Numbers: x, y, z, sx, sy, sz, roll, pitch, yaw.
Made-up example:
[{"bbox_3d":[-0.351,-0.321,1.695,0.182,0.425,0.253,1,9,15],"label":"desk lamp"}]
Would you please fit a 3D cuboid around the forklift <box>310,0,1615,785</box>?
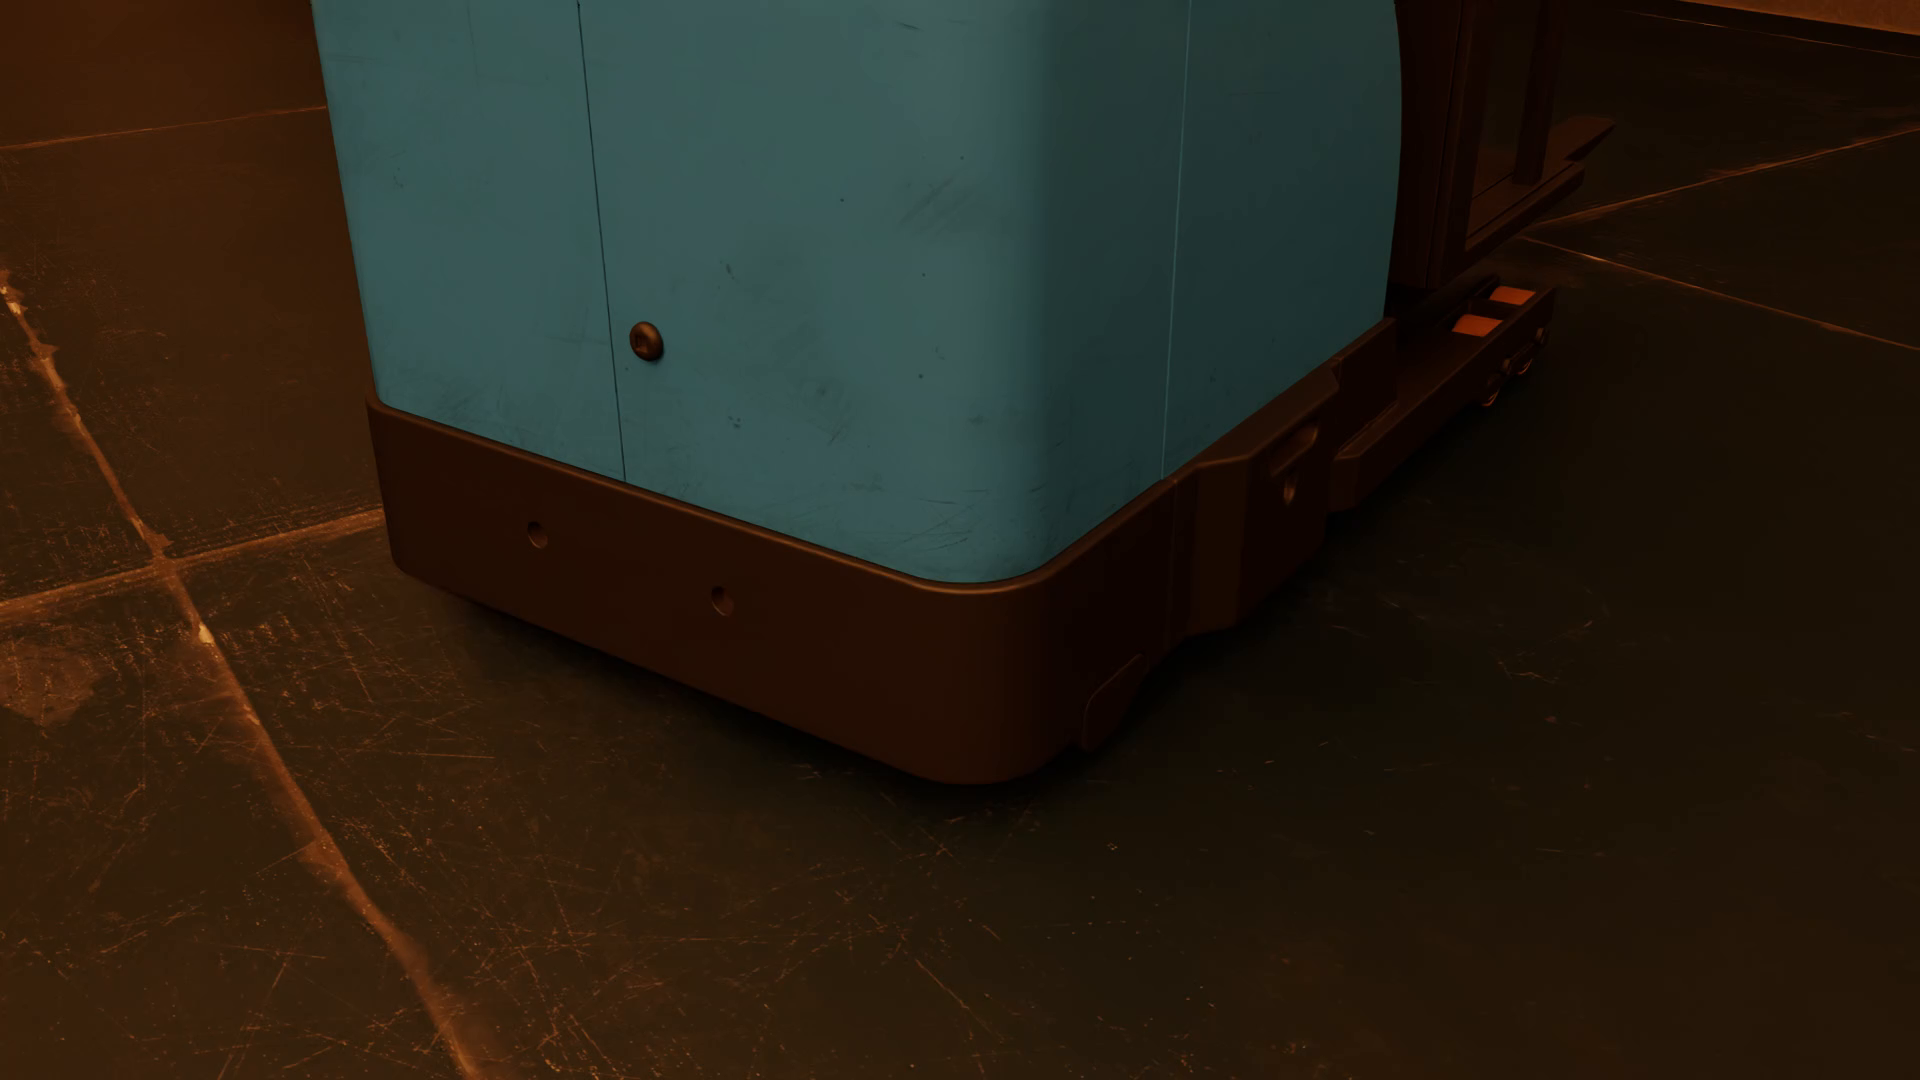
[{"bbox_3d":[0.456,-1.653,2.527,1.130,2.935,3.031,17,31,30],"label":"forklift"}]
